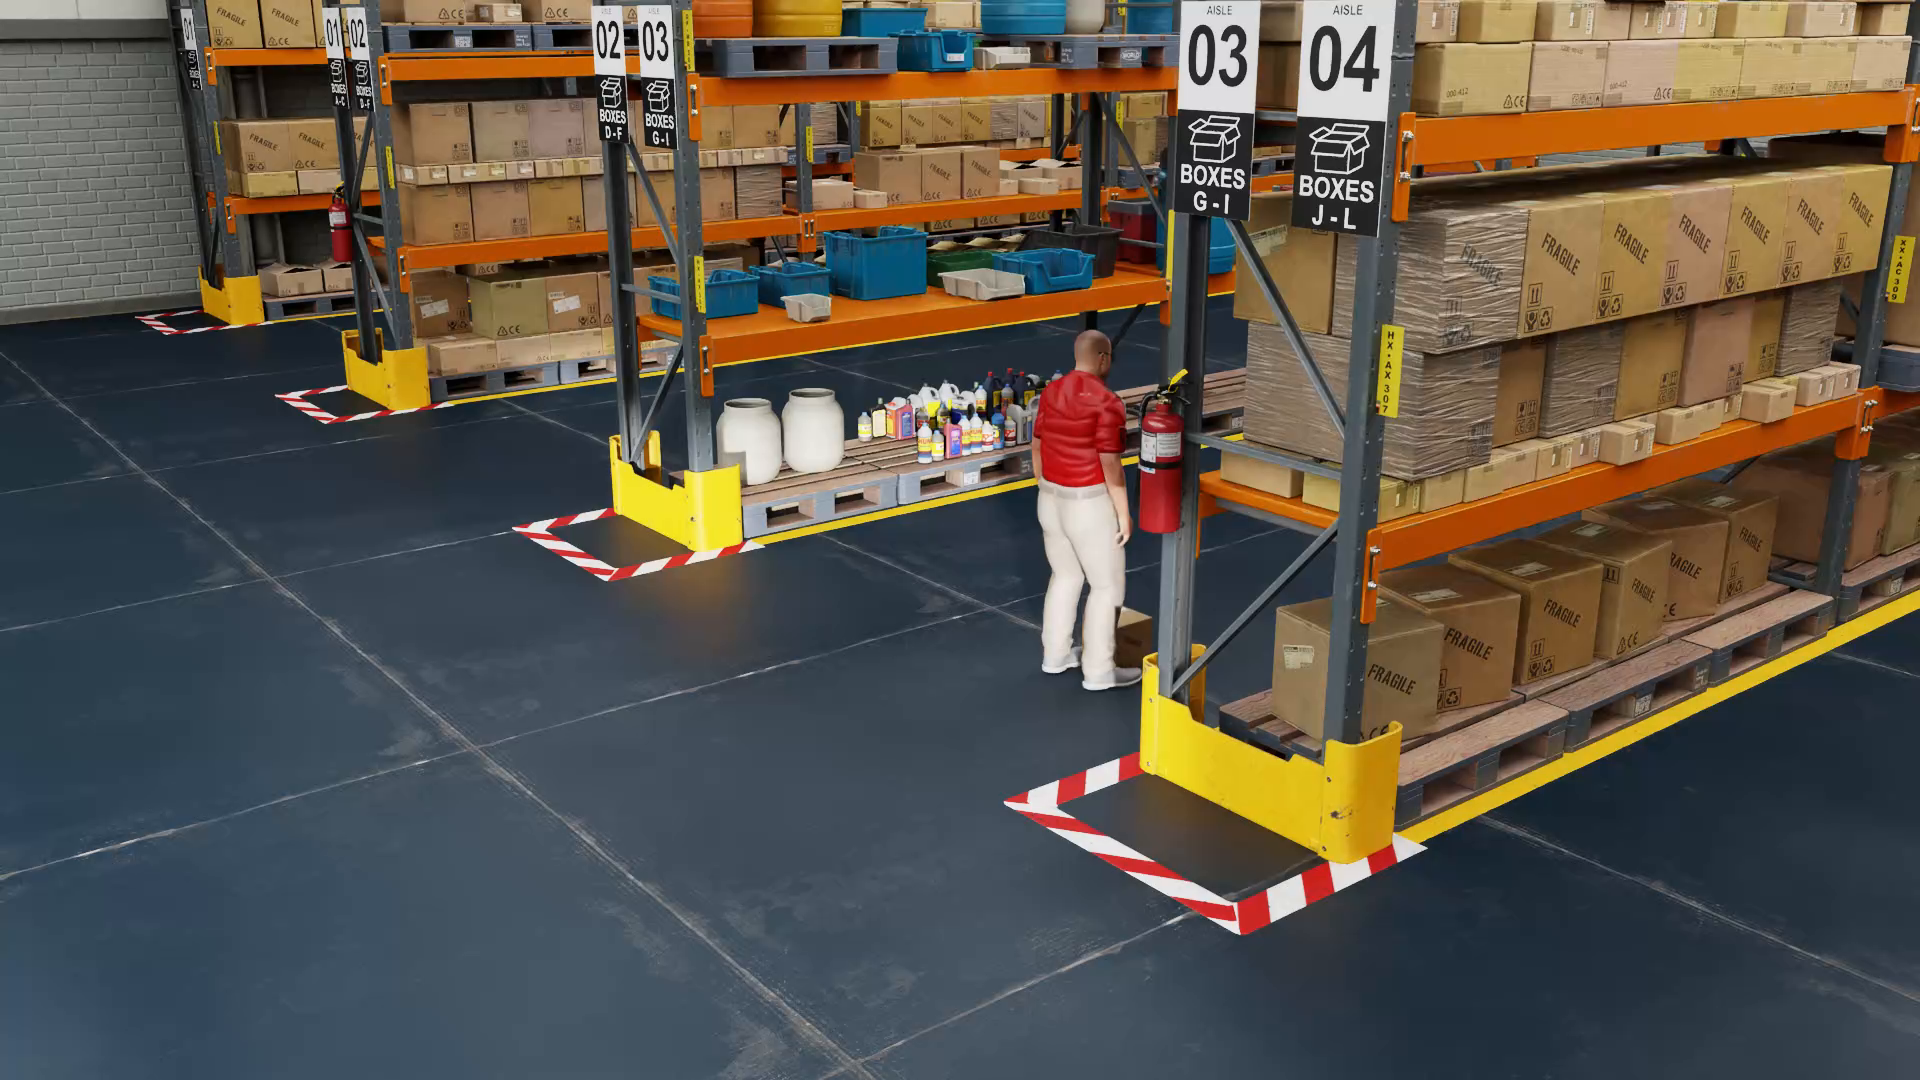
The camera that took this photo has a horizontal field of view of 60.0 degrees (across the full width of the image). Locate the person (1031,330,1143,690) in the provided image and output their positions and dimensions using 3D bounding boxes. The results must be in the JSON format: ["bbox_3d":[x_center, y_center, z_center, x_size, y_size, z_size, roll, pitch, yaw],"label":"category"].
[{"bbox_3d":[0.598,-0.152,8.056,0.392,1.725,0.587,-15,23,-38],"label":"person"}]
